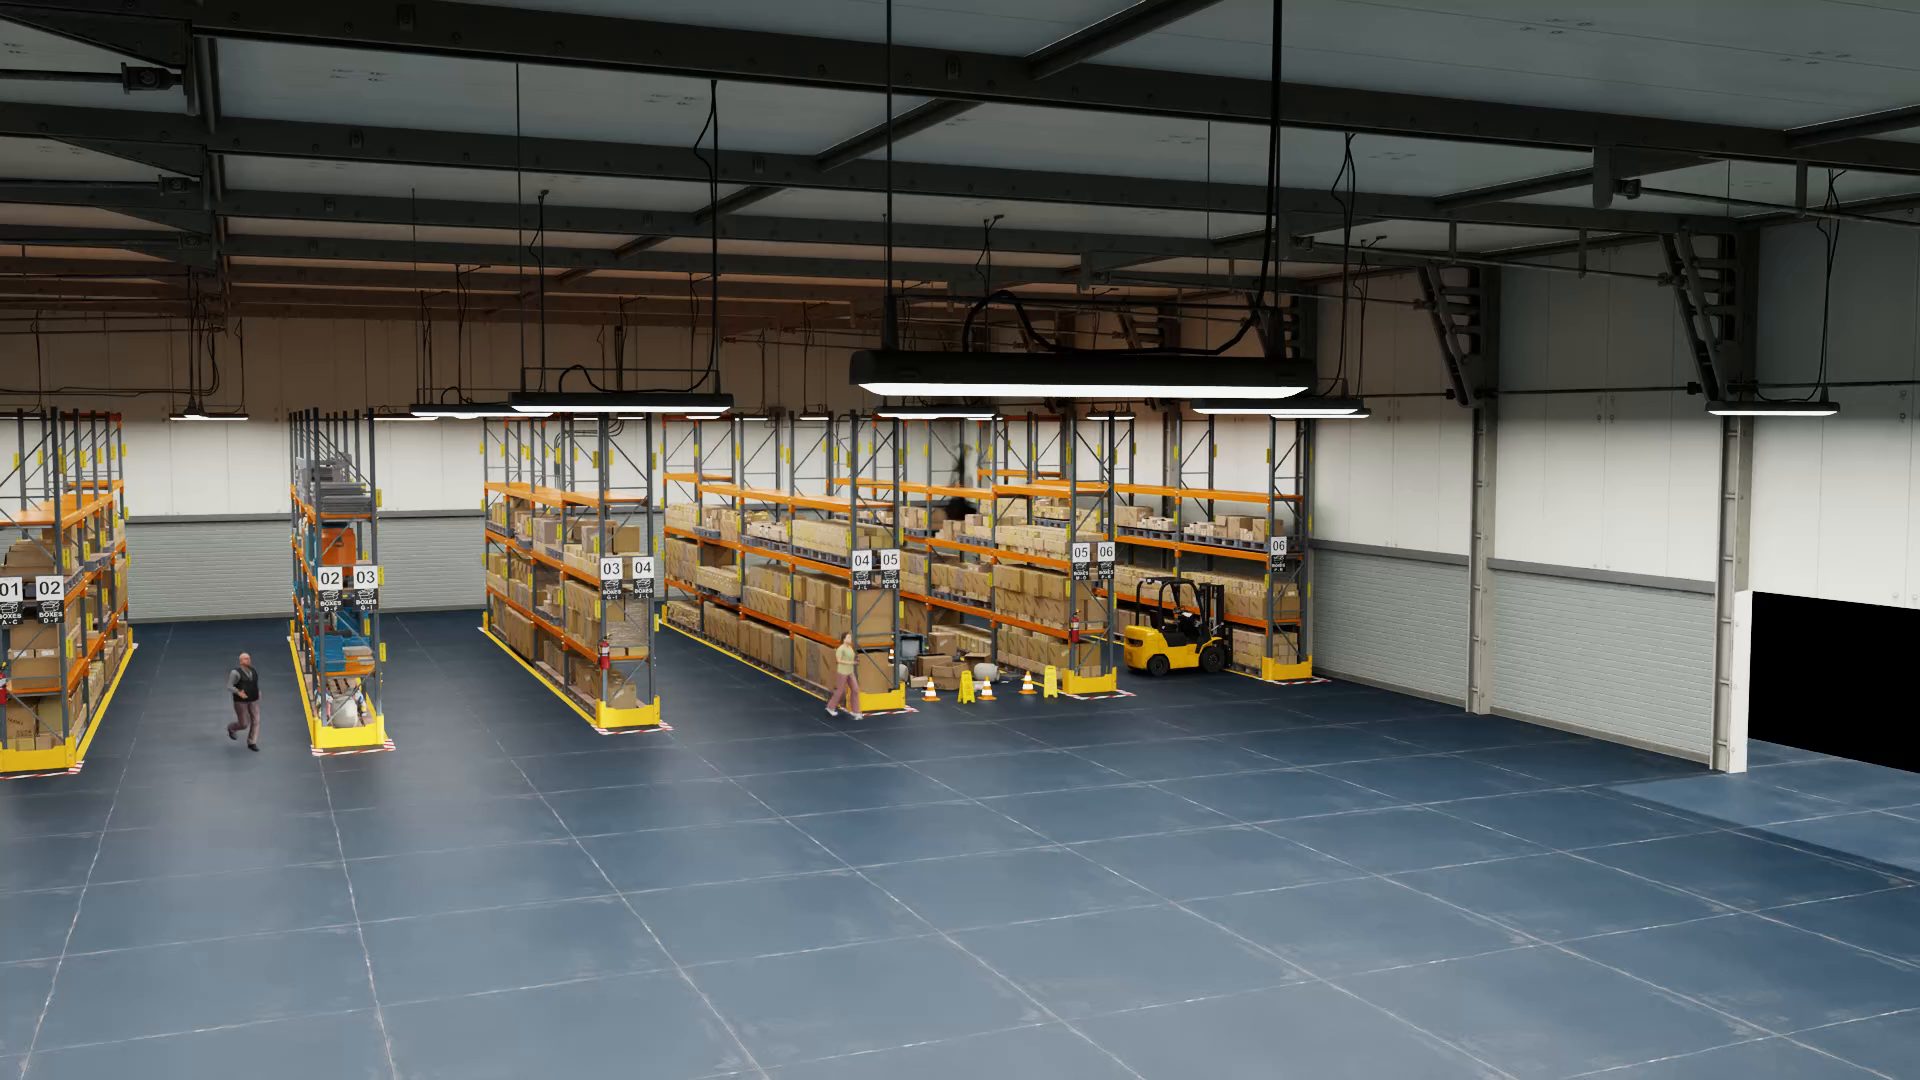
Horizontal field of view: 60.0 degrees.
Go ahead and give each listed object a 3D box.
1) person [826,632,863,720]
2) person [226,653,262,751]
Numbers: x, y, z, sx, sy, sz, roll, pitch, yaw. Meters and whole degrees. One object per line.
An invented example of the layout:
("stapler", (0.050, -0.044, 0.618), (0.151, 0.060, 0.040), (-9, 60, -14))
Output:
("person", (-2.246, 2.630, 32.270), (0.788, 1.727, 0.592), (2, 5, 31))
("person", (-12.588, 2.846, 29.264), (0.799, 1.719, 0.671), (3, 5, 36))
